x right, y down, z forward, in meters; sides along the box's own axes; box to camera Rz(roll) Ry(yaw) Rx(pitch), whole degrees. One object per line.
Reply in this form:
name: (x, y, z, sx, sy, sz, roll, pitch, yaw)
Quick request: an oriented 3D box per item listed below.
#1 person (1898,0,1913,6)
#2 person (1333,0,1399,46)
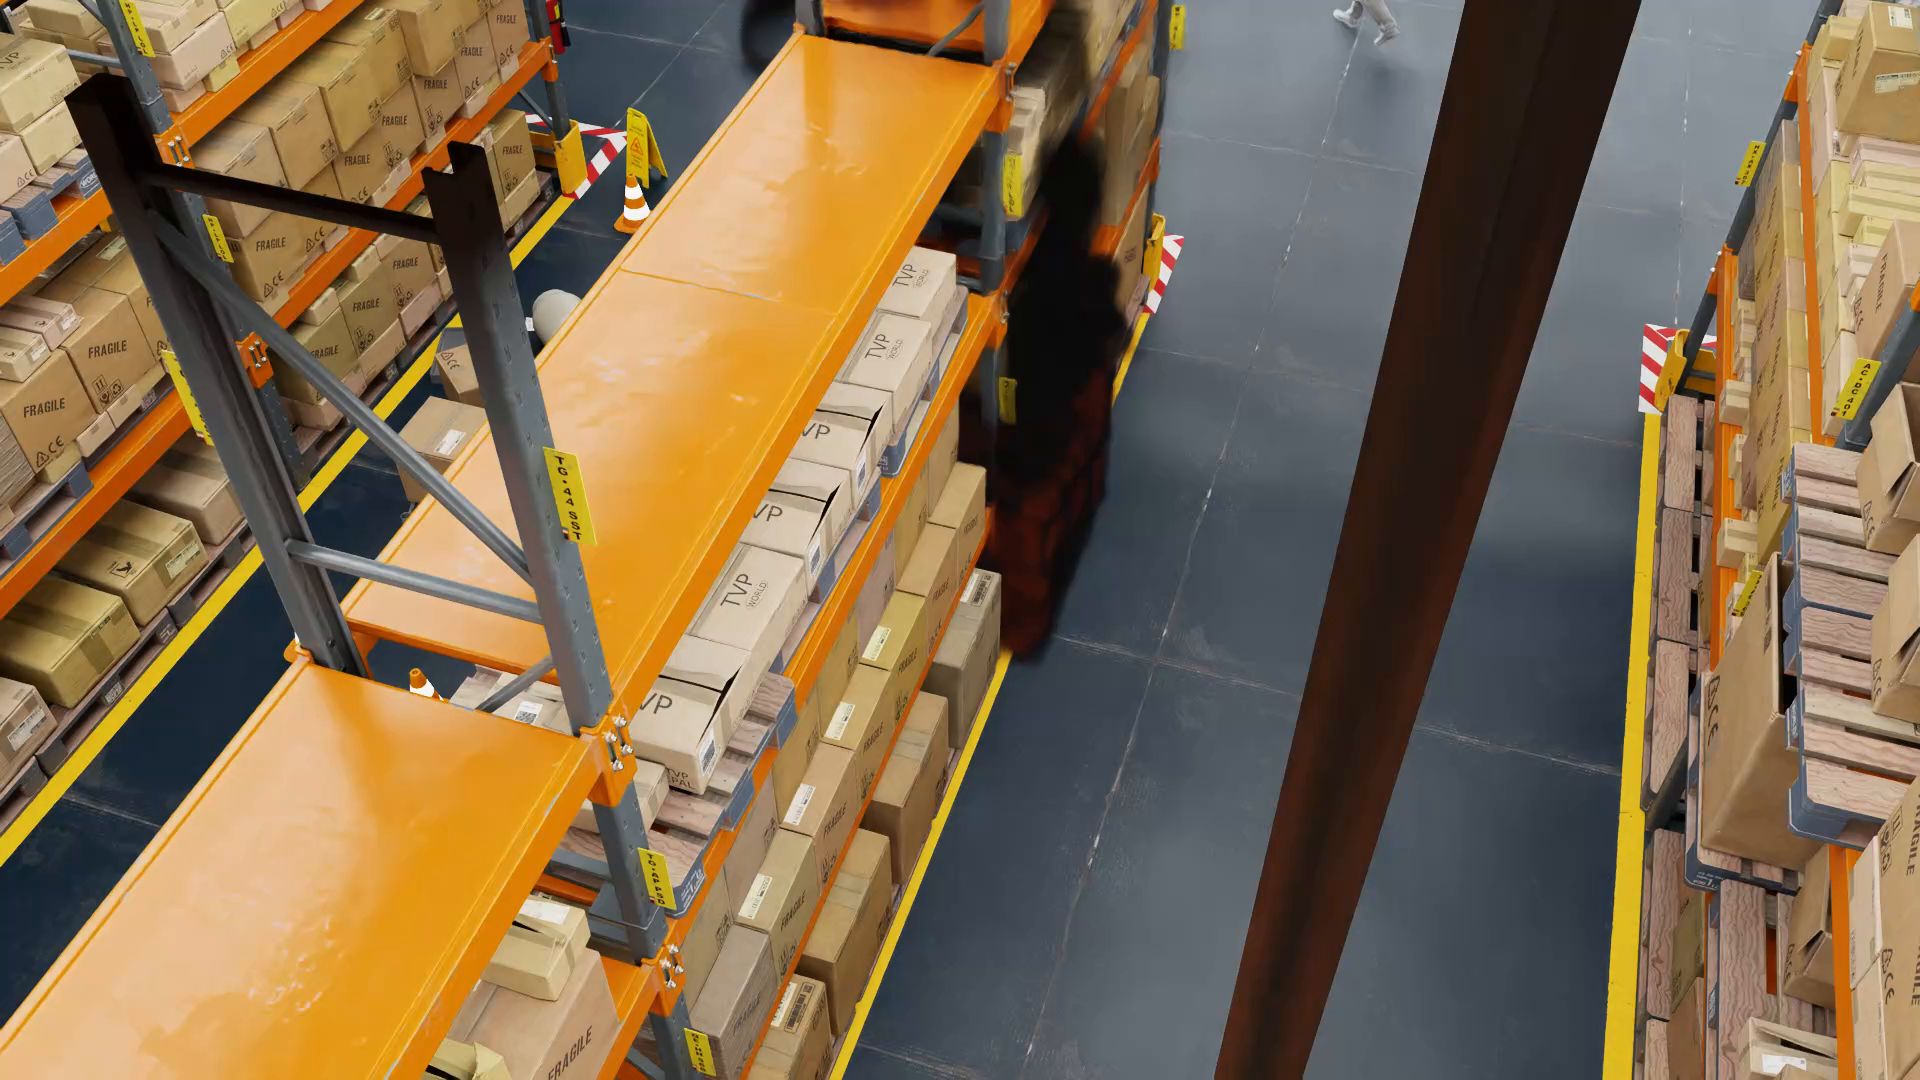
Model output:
person: (8.715, -5.560, 15.432, 0.764, 1.630, 0.547, 27, 51, 24)
person: (3.834, -5.378, 15.150, 0.711, 1.748, 0.954, -24, 50, -22)
